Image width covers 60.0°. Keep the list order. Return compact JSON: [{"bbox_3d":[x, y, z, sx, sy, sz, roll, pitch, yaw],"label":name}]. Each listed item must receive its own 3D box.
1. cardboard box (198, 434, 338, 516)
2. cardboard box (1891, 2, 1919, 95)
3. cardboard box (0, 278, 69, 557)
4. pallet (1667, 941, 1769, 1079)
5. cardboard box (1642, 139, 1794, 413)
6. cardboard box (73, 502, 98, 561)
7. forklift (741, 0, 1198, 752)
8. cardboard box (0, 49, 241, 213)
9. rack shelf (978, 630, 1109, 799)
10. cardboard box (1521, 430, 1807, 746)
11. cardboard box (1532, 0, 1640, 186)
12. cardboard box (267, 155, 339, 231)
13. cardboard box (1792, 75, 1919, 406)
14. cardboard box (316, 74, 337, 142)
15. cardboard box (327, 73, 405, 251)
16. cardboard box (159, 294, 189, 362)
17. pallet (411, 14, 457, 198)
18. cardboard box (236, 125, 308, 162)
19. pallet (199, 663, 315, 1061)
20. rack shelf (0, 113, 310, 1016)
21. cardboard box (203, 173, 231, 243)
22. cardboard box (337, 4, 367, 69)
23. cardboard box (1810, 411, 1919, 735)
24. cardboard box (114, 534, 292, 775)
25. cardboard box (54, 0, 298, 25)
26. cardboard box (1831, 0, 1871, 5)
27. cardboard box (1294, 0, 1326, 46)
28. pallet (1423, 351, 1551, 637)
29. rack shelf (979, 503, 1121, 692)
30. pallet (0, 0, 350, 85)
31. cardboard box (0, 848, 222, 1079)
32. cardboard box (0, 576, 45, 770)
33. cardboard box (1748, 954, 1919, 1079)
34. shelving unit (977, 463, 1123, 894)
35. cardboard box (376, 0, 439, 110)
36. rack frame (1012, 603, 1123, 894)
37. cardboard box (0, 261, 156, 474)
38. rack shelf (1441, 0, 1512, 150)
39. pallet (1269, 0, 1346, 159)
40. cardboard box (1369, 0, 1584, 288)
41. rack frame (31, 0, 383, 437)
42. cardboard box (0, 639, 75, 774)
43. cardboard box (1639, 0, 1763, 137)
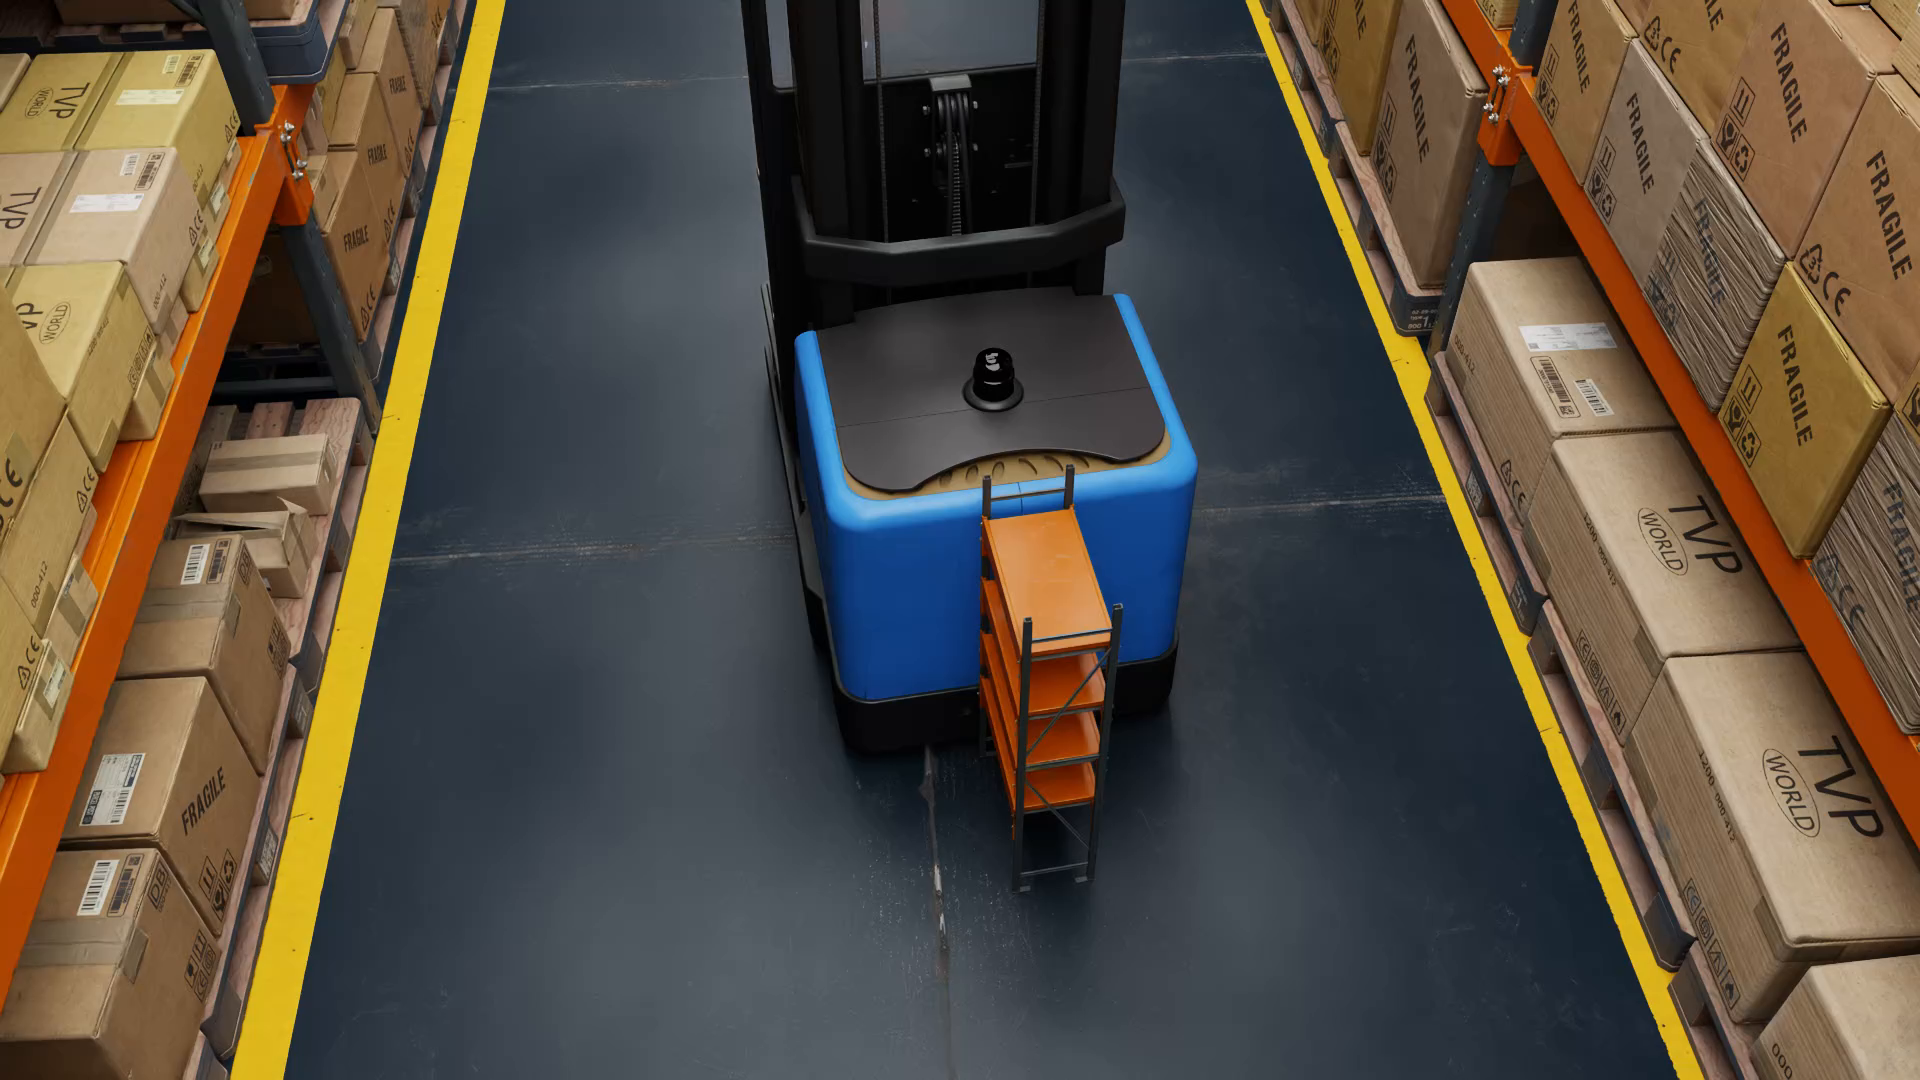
[{"bbox_3d":[-2.305,-0.207,5.554,0.380,0.149,0.250,-5,47,-4],"label":"cardboard box"},{"bbox_3d":[2.178,-0.986,3.414,0.380,0.149,0.250,-3,47,-3],"label":"cardboard box"},{"bbox_3d":[-2.205,-0.272,3.324,0.500,0.500,0.500,-2,47,-2],"label":"cardboard box"},{"bbox_3d":[2.491,1.547,4.140,1.003,0.211,1.213,-3,47,-3],"label":"pallet"},{"bbox_3d":[2.153,-0.687,4.266,0.500,0.500,0.500,-3,47,-3],"label":"cardboard box"},{"bbox_3d":[-2.255,-0.009,3.865,0.380,0.149,0.250,-4,47,-3],"label":"cardboard box"},{"bbox_3d":[-0.117,-1.453,5.108,1.130,2.935,3.031,-8,47,-7],"label":"forklift"},{"bbox_3d":[-2.359,-1.125,4.648,0.500,0.250,0.500,-2,47,-2],"label":"cardboard box"},{"bbox_3d":[0.223,0.457,4.583,0.258,0.148,0.480,-8,47,-7],"label":"rack shelf"},{"bbox_3d":[2.323,0.113,5.053,0.875,0.438,0.875,-5,47,-4],"label":"cardboard box"},{"bbox_3d":[2.080,-1.411,4.952,0.500,0.500,0.500,-2,47,-2],"label":"cardboard box"},{"bbox_3d":[-2.409,-1.212,5.817,0.380,0.149,0.250,-1,47,-1],"label":"cardboard box"},{"bbox_3d":[2.207,-0.649,3.541,0.500,0.500,0.500,-4,47,-4],"label":"cardboard box"},{"bbox_3d":[-2.542,-1.592,6.178,0.380,0.149,0.250,-6,47,-5],"label":"cardboard box"},{"bbox_3d":[-2.515,-1.461,6.500,0.500,0.500,0.500,-4,47,-4],"label":"cardboard box"},{"bbox_3d":[-2.282,-0.561,4.389,0.380,0.149,0.250,-2,47,-2],"label":"cardboard box"},{"bbox_3d":[-2.855,-1.940,7.442,1.003,0.211,1.213,-3,47,-3],"label":"pallet"},{"bbox_3d":[-2.470,-1.310,5.706,0.380,0.149,0.250,-4,47,-4],"label":"cardboard box"},{"bbox_3d":[-2.483,0.913,4.740,1.003,0.211,1.213,-3,47,-3],"label":"pallet"},{"bbox_3d":[-2.477,0.266,3.927,1.077,0.370,4.000,-3,47,-3],"label":"rack shelf"},{"bbox_3d":[-2.323,-0.939,4.747,0.380,0.149,0.250,-2,47,-2],"label":"cardboard box"},{"bbox_3d":[-2.563,-1.973,6.538,0.380,0.149,0.250,-4,47,-3],"label":"cardboard box"},{"bbox_3d":[2.252,0.059,3.559,0.500,0.500,0.500,-2,47,-2],"label":"cardboard box"},{"bbox_3d":[-2.386,0.361,4.775,0.700,0.500,0.500,-5,47,-5],"label":"cardboard box"},{"bbox_3d":[-2.462,-1.970,5.192,0.700,0.500,0.500,-2,47,-2],"label":"cardboard box"},{"bbox_3d":[2.123,-1.345,3.754,0.380,0.149,0.250,-5,47,-4],"label":"cardboard box"},{"bbox_3d":[2.012,-2.890,7.595,0.875,0.875,0.875,-3,47,-3],"label":"cardboard box"},{"bbox_3d":[2.287,-0.219,5.812,1.003,0.211,1.213,-3,47,-3],"label":"pallet"},{"bbox_3d":[0.223,0.141,4.249,0.258,0.148,0.480,-8,47,-7],"label":"rack shelf"},{"bbox_3d":[-2.603,-1.947,5.660,1.003,0.211,1.213,-3,47,-3],"label":"pallet"},{"bbox_3d":[-2.299,1.112,4.063,0.700,0.500,0.500,-2,47,-2],"label":"cardboard box"},{"bbox_3d":[-2.167,0.339,3.261,0.500,0.250,0.500,-4,47,-4],"label":"cardboard box"},{"bbox_3d":[2.481,1.427,3.808,0.875,0.438,0.875,-5,47,-5],"label":"cardboard box"},{"bbox_3d":[0.223,0.411,4.535,0.258,1.200,0.503,-8,47,-7],"label":"shelving unit"},{"bbox_3d":[-2.590,-2.198,7.198,0.500,0.500,0.500,-5,47,-5],"label":"cardboard box"},{"bbox_3d":[0.268,0.585,4.370,0.240,1.200,0.015,-8,47,-7],"label":"rack frame"},{"bbox_3d":[-2.273,-0.402,3.963,0.500,0.250,0.500,-4,47,-4],"label":"cardboard box"},{"bbox_3d":[2.134,-2.932,6.956,1.077,0.370,4.000,-3,47,-3],"label":"rack shelf"},{"bbox_3d":[2.057,-2.212,7.699,1.003,0.211,1.213,-3,47,-3],"label":"pallet"},{"bbox_3d":[2.170,-1.590,6.364,0.875,0.875,0.875,-2,47,-2],"label":"cardboard box"},{"bbox_3d":[-2.644,-1.428,5.036,1.000,3.000,0.127,-3,47,-3],"label":"rack frame"},{"bbox_3d":[-2.122,0.363,3.513,0.380,0.149,0.250,-5,47,-4],"label":"cardboard box"},{"bbox_3d":[2.136,-1.386,4.239,0.500,0.500,0.500,-4,47,-4],"label":"cardboard box"}]
